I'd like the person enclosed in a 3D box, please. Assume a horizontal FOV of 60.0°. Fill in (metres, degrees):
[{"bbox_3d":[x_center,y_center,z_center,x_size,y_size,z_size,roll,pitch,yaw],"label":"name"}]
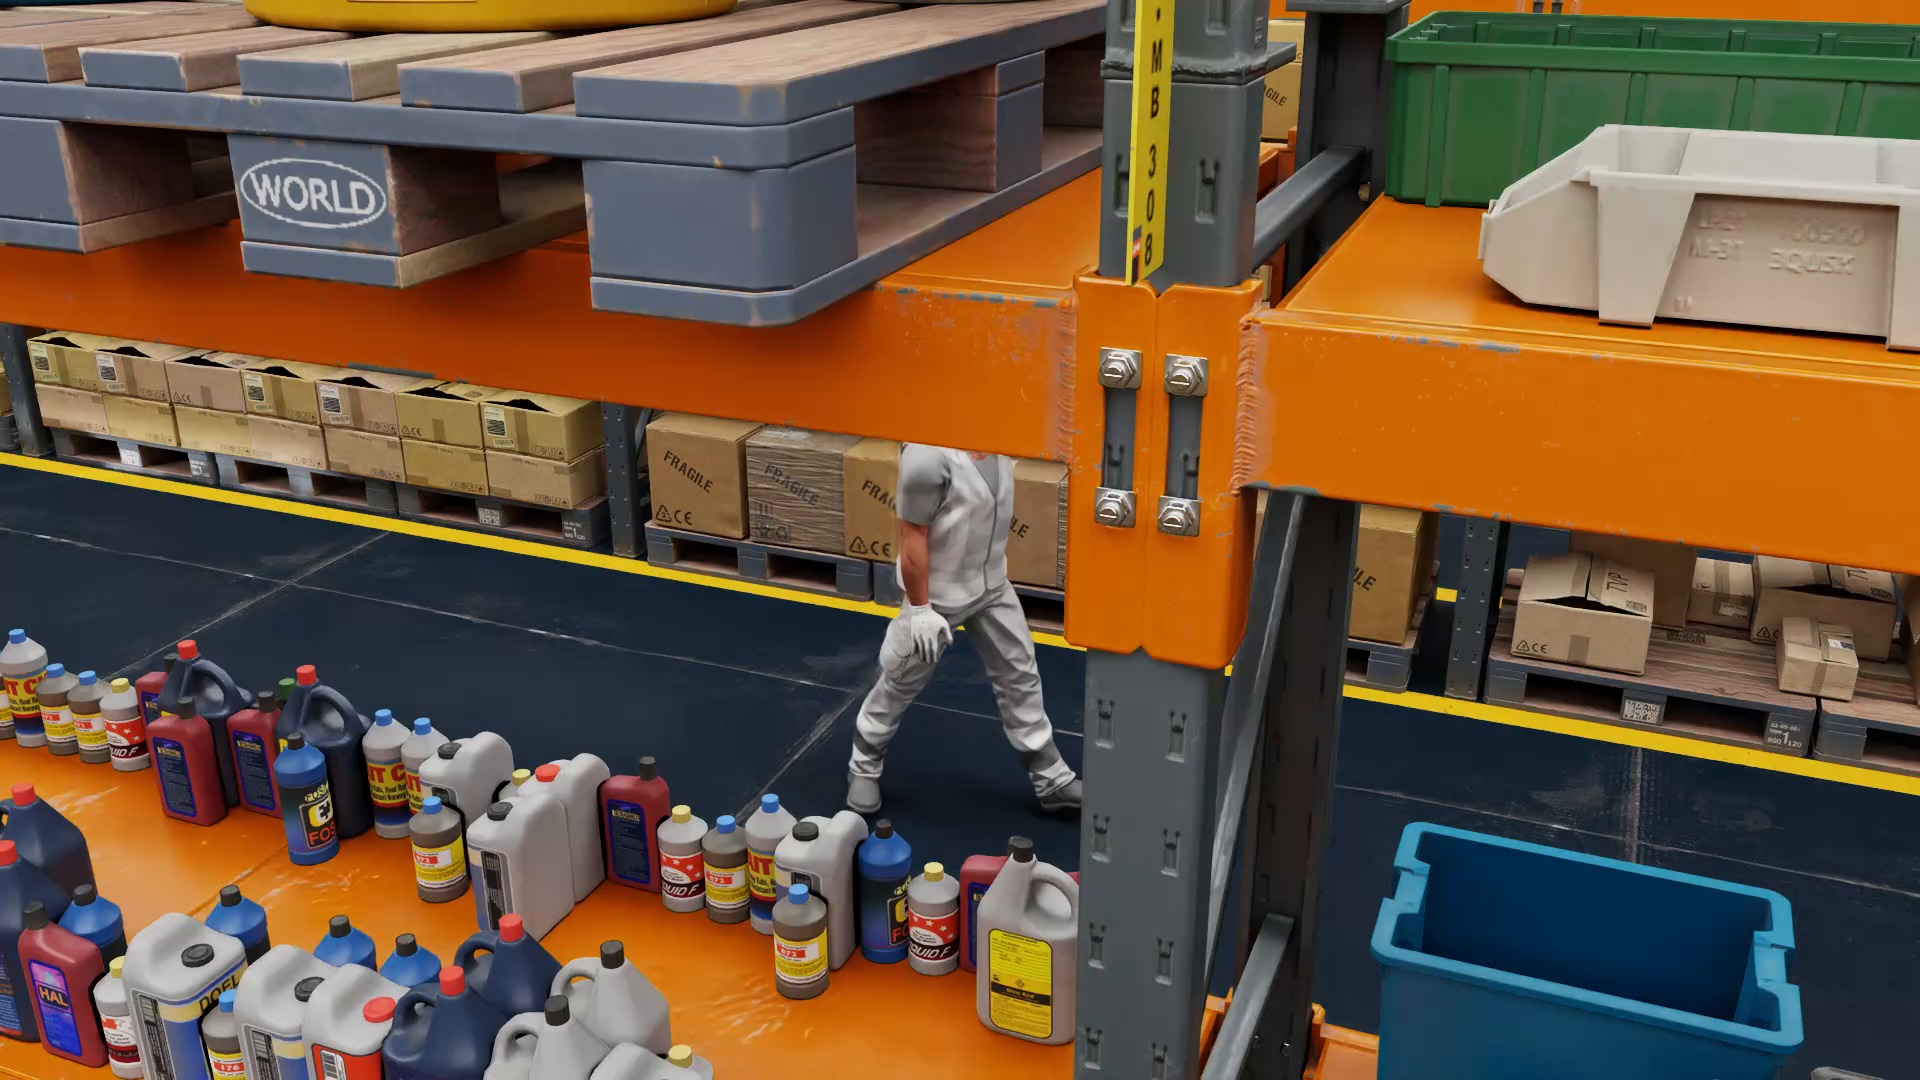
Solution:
[{"bbox_3d":[0.034,0.164,5.652,0.904,1.753,0.634,18,28,37],"label":"person"}]
